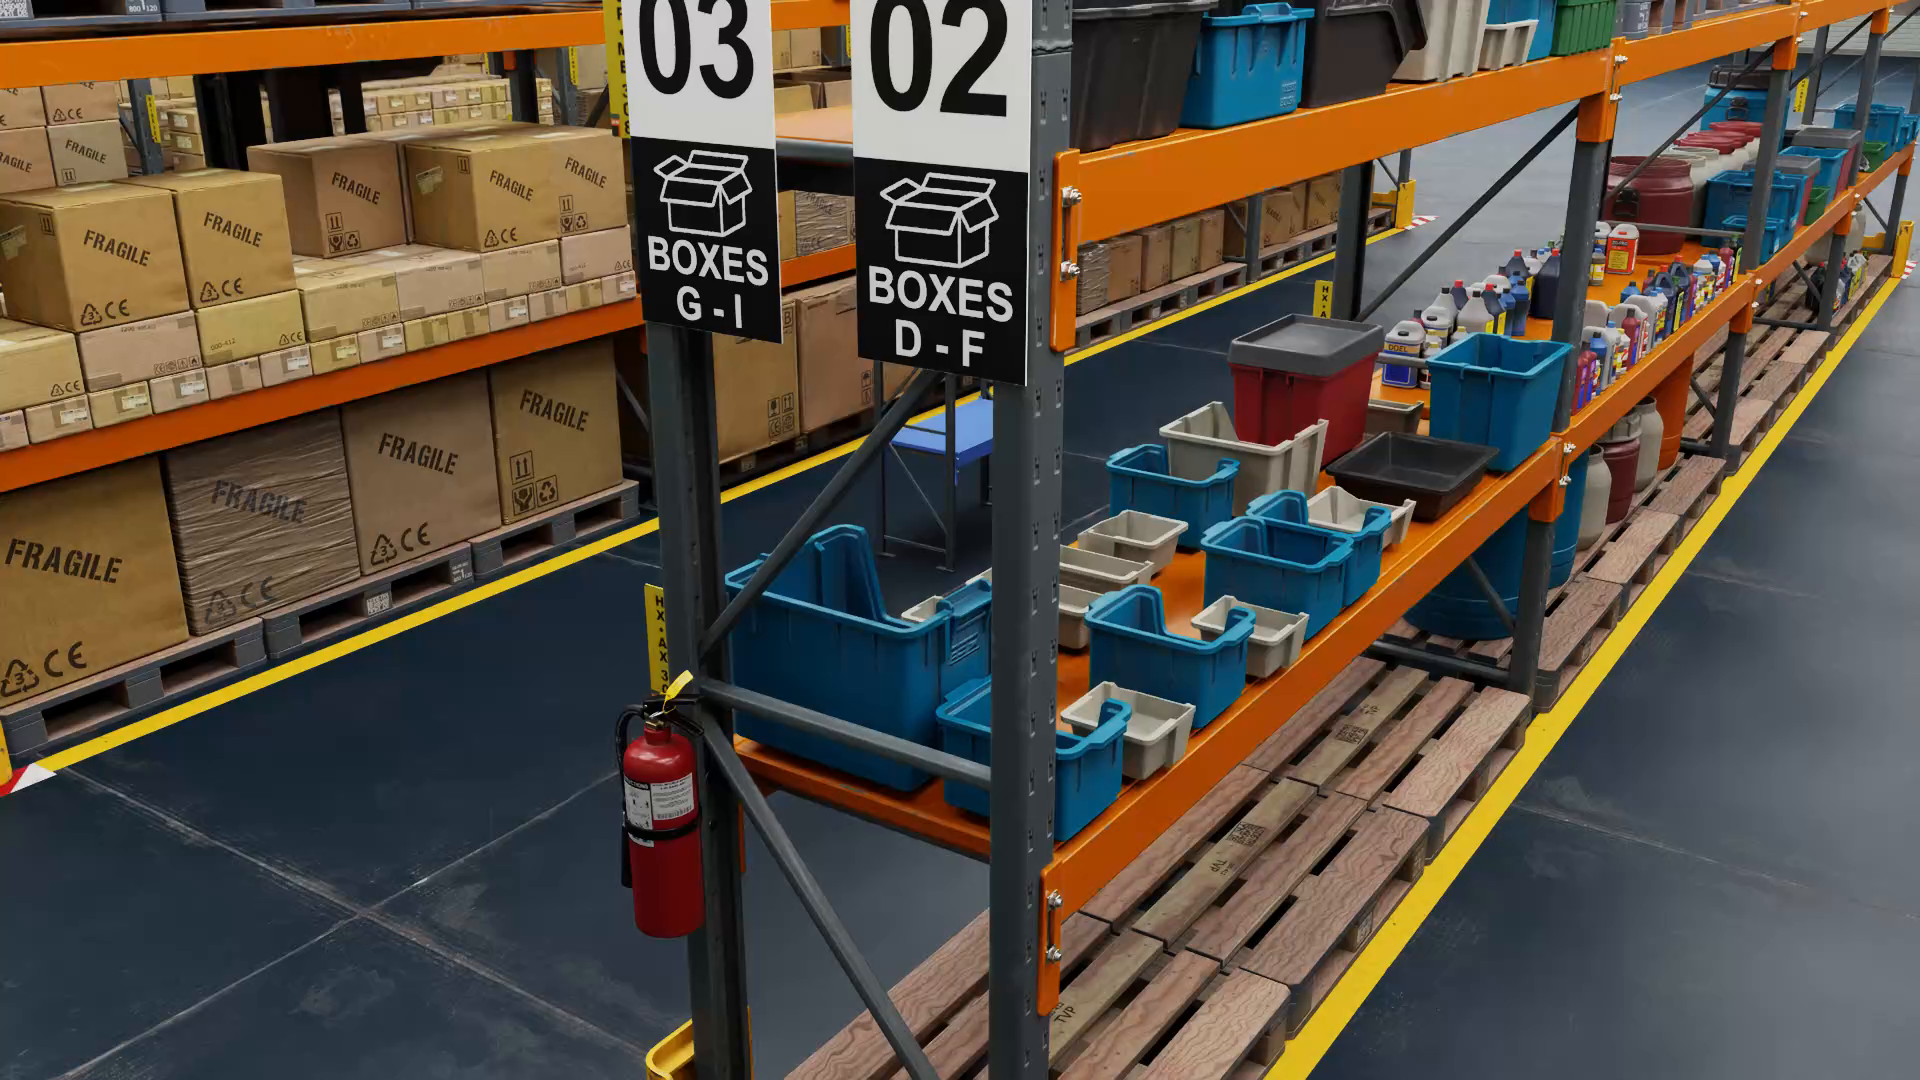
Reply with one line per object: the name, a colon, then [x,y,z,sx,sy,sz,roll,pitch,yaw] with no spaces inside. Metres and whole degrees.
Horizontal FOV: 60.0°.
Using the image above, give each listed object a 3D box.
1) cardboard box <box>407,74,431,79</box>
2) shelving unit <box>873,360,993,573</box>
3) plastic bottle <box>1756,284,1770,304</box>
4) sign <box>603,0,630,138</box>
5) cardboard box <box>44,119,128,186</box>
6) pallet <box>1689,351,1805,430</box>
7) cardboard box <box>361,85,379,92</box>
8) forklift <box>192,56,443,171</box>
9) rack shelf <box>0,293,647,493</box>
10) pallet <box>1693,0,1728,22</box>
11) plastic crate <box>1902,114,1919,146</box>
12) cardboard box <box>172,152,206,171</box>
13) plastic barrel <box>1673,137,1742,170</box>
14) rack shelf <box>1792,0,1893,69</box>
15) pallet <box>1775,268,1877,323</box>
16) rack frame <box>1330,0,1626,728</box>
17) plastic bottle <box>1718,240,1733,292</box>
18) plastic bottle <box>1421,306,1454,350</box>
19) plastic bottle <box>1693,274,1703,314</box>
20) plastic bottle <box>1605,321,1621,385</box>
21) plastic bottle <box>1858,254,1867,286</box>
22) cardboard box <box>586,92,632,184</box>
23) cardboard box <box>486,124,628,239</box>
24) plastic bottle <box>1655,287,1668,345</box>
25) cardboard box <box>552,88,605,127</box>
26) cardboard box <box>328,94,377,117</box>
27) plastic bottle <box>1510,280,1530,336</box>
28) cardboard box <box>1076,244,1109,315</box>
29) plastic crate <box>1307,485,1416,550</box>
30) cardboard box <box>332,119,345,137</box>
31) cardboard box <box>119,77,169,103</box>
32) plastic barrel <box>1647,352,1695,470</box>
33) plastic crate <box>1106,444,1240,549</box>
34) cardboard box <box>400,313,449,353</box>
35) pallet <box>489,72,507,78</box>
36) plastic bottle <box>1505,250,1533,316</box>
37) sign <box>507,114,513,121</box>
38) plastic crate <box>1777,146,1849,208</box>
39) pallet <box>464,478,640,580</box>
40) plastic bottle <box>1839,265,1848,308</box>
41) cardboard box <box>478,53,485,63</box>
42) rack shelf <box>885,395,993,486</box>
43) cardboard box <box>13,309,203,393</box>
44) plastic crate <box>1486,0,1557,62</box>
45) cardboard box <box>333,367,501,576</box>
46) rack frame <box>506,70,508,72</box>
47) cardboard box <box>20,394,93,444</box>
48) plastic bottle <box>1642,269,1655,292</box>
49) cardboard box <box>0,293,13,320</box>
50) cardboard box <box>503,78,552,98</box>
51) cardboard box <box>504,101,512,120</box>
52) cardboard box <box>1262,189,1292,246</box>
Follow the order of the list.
cardboard box: [-6.438,-5.484,19.524,0.380,0.149,0.250,13,24,32]
shelving unit: [0.048,-0.728,9.071,0.538,1.500,1.048,13,24,32]
plastic bottle: [6.744,-2.174,14.004,0.144,0.351,0.185,13,24,32]
sign: [-0.709,-1.015,3.512,0.100,0.325,0.005,13,24,32]
cardboard box: [-6.176,-2.657,11.552,0.500,0.500,0.500,13,24,32]
pallet: [5.406,-1.105,11.949,1.003,0.211,1.213,13,24,32]
cardboard box: [-5.047,-3.698,13.838,0.380,0.149,0.250,14,25,33]
forklift: [-3.977,-2.143,10.834,1.130,2.935,3.031,13,24,31]
rack shelf: [-3.217,-0.757,8.025,1.077,0.370,4.000,13,24,32]
pallet: [2.999,-2.591,7.893,1.003,0.211,1.213,13,24,32]
plastic crate: [8.716,-3.874,15.628,0.499,0.251,0.616,13,24,32]
cardboard box: [-5.536,-2.767,12.178,0.380,0.149,0.250,12,23,29]
plastic barrel: [5.126,-2.495,11.490,0.433,0.535,0.433,0,20,0]
rack shelf: [5.377,-3.493,11.098,1.077,0.370,4.000,13,24,32]
pallet: [7.598,-2.226,14.978,1.003,0.211,1.213,13,24,32]
rack frame: [2.004,-0.702,6.840,1.000,3.000,0.127,13,24,32]
plastic bottle: [4.248,-1.530,9.245,0.061,0.283,0.133,13,24,32]
plastic bottle: [2.163,-0.925,7.621,0.152,0.276,0.135,13,24,32]
plastic bottle: [3.840,-1.294,8.726,0.097,0.201,0.097,0,20,0]
plastic bottle: [2.873,-0.833,7.380,0.097,0.271,0.097,0,20,0]
plastic bottle: [7.915,-2.395,14.707,0.152,0.276,0.135,13,24,32]
cardboard box: [-1.740,-2.370,9.760,0.797,0.503,0.637,13,24,30]
cardboard box: [-2.130,-1.905,8.798,0.500,0.500,0.500,14,25,33]
plastic bottle: [3.373,-1.089,8.069,0.097,0.271,0.097,0,20,0]
cardboard box: [-3.414,-3.935,15.436,0.500,0.500,0.500,14,24,32]
cardboard box: [-4.810,-3.417,13.079,0.380,0.149,0.250,14,25,34]
plastic bottle: [2.767,-1.154,8.246,0.097,0.271,0.097,0,20,0]
cardboard box: [0.817,-2.208,13.878,0.700,0.500,0.500,11,23,27]
plastic crate: [1.274,-0.049,5.366,0.293,0.136,0.466,13,24,32]
cardboard box: [-4.952,-3.208,12.942,0.380,0.149,0.250,14,25,34]
cardboard box: [-8.387,-4.576,16.809,0.500,0.250,0.500,13,24,30]
plastic barrel: [3.991,-0.885,9.858,0.600,0.830,0.708,13,24,32]
plastic crate: [0.698,-0.143,5.484,0.416,0.233,0.300,13,24,32]
cardboard box: [-2.715,-1.030,8.089,0.380,0.149,0.250,13,24,31]
pallet: [-6.341,-5.615,20.399,1.003,0.211,1.213,13,24,32]
plastic bottle: [2.869,-1.323,8.588,0.144,0.351,0.185,13,24,32]
sign: [-2.547,-2.277,9.543,0.100,0.325,0.005,13,24,32]
plastic crate: [6.138,-2.613,12.028,0.392,0.384,0.575,13,24,32]
pallet: [-2.585,-0.157,9.386,1.003,0.211,1.213,13,24,32]
plastic bottle: [7.298,-2.112,13.836,0.144,0.351,0.185,14,25,33]
cardboard box: [-5.861,-6.102,20.260,0.500,0.500,0.500,13,24,31]
rack shelf: [0.048,-0.559,9.133,0.538,0.185,1.000,13,24,32]
cardboard box: [-3.561,-0.825,6.960,0.500,0.250,0.500,13,24,31]
plastic crate: [1.756,-1.707,5.474,0.416,0.233,0.300,13,24,32]
cardboard box: [-3.036,-0.437,8.579,0.875,0.875,0.875,13,24,32]
rack frame: [-5.791,-5.896,20.881,1.000,3.000,0.127,13,24,32]
cardboard box: [-3.726,-0.514,6.693,0.380,0.149,0.250,13,24,31]
plastic bottle: [3.512,-1.243,8.470,0.061,0.283,0.133,13,24,32]
cardboard box: [-4.002,-0.926,7.232,0.500,0.250,0.500,13,24,31]
cardboard box: [-3.786,-3.940,14.493,0.380,0.149,0.250,12,24,30]
cardboard box: [-3.939,-3.723,14.335,0.380,0.149,0.250,14,25,34]
cardboard box: [2.978,-3.261,16.755,0.500,0.500,0.500,-15,25,-35]
